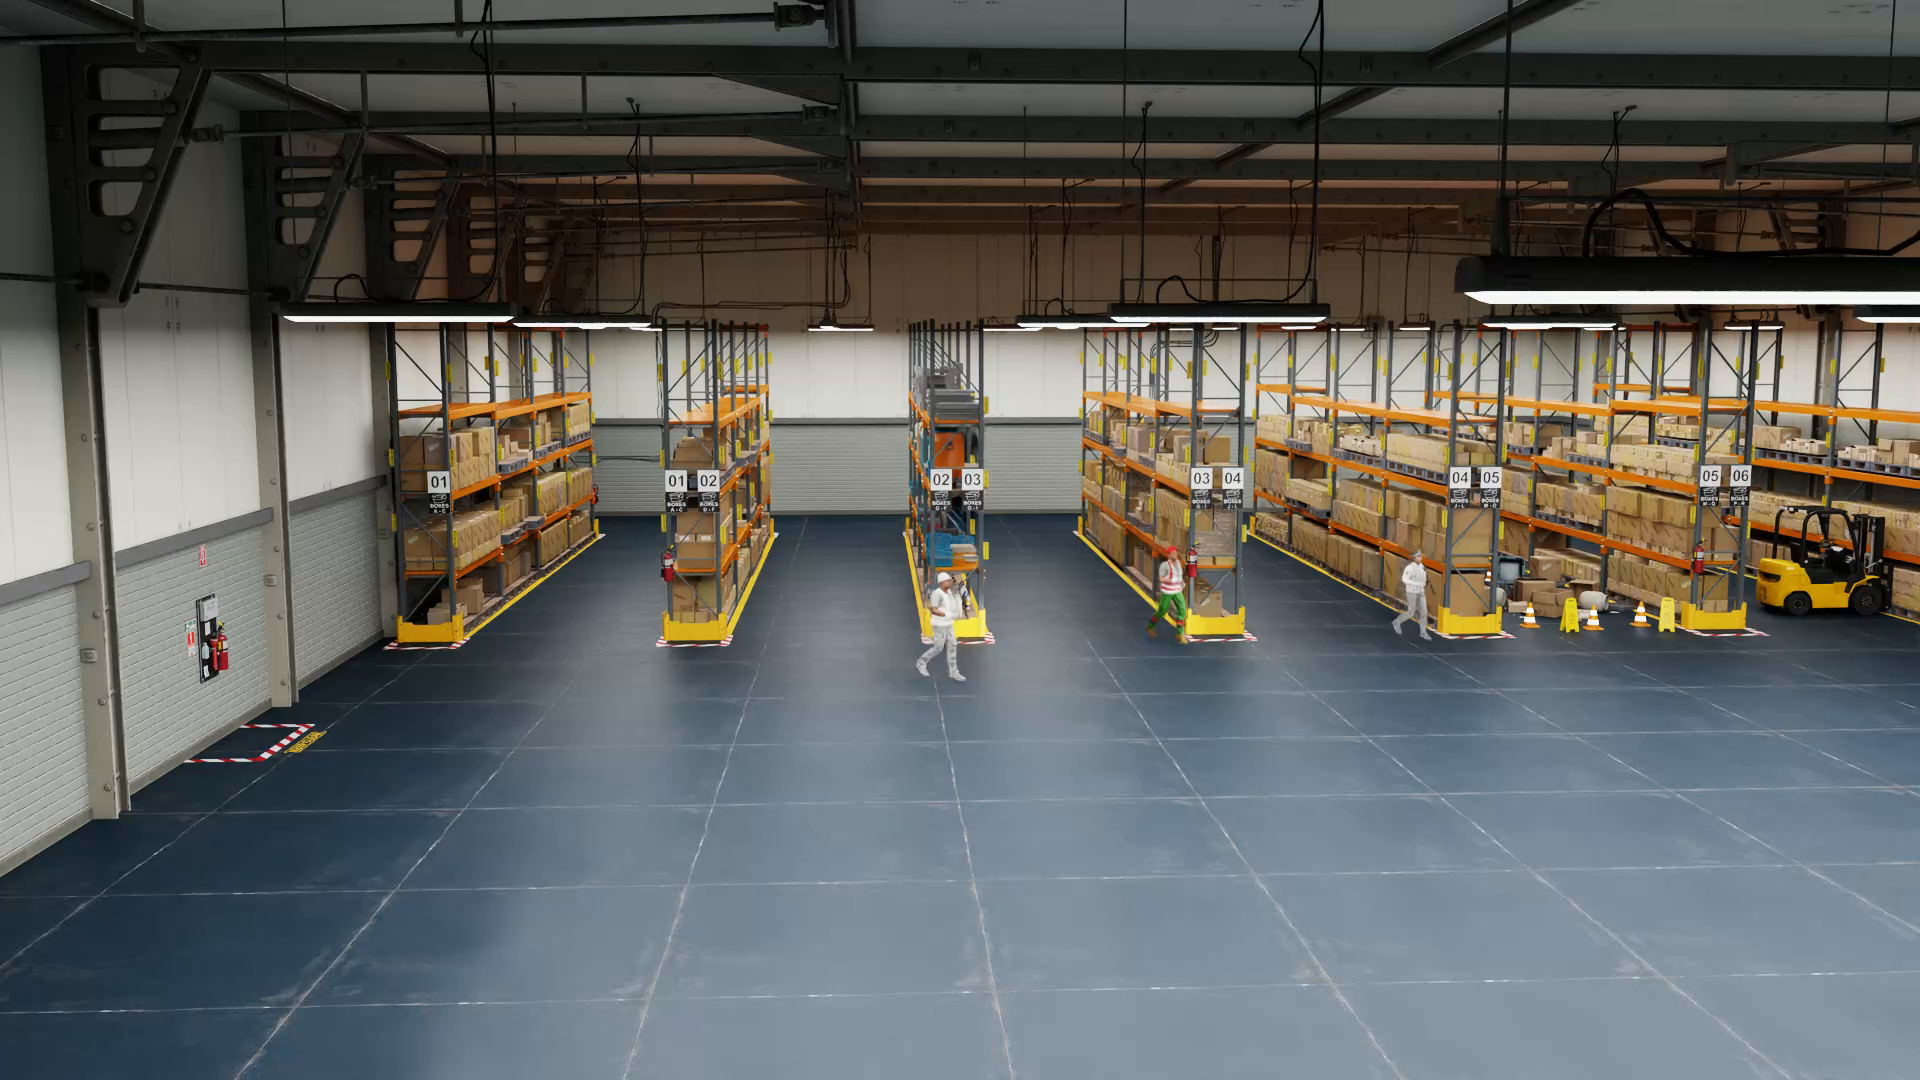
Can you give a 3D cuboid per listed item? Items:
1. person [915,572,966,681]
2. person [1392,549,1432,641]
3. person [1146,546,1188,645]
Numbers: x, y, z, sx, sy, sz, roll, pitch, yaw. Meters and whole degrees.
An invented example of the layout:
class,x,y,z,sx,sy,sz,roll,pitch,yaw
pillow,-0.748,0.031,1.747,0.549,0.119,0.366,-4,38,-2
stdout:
class,x,y,z,sx,sy,sz,roll,pitch,yaw
person,-0.309,1.426,27.624,0.881,1.798,0.706,3,8,25
person,8.561,1.012,31.400,0.828,1.717,0.643,7,10,43
person,3.918,1.004,31.080,0.674,1.831,0.927,-5,8,-32
